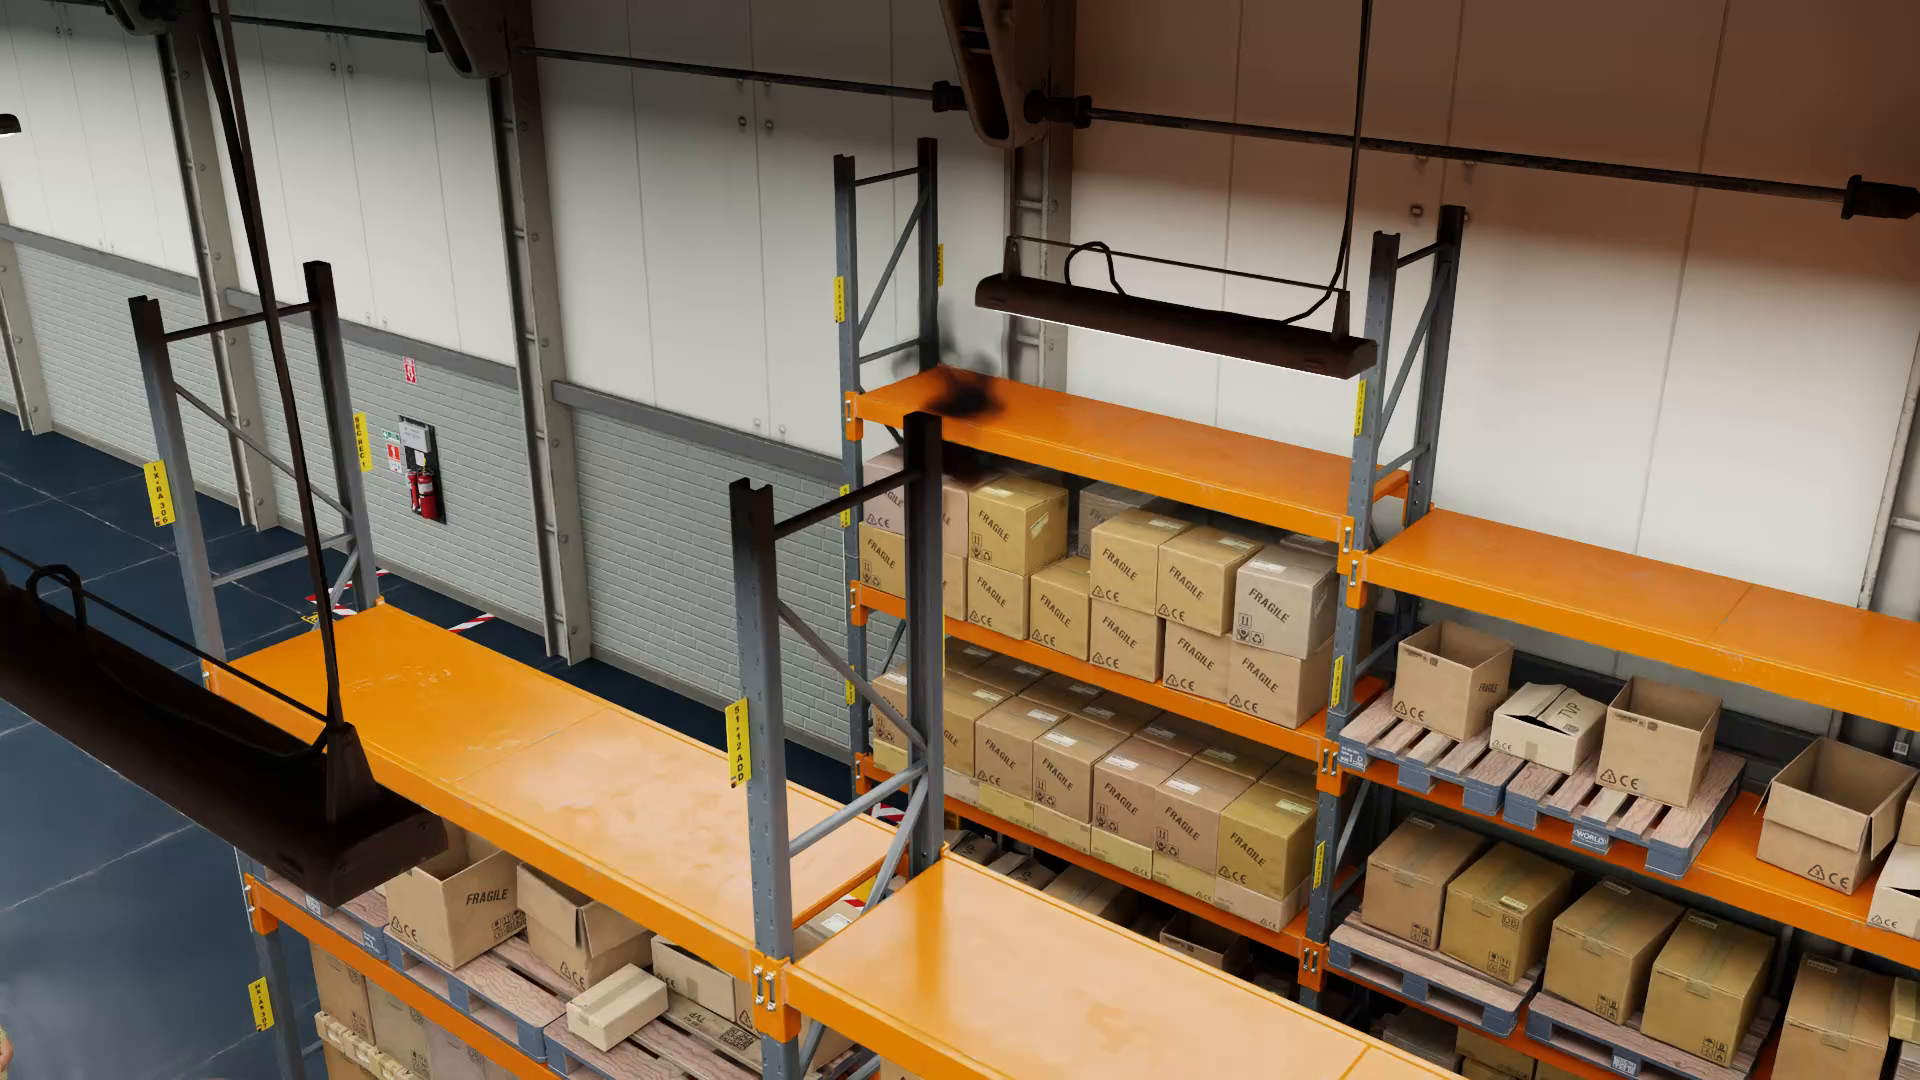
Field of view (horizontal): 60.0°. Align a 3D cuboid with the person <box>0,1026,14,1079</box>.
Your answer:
[{"bbox_3d":[-6.061,3.381,10.416,0.897,1.661,0.591,-12,26,-27],"label":"person"}]
